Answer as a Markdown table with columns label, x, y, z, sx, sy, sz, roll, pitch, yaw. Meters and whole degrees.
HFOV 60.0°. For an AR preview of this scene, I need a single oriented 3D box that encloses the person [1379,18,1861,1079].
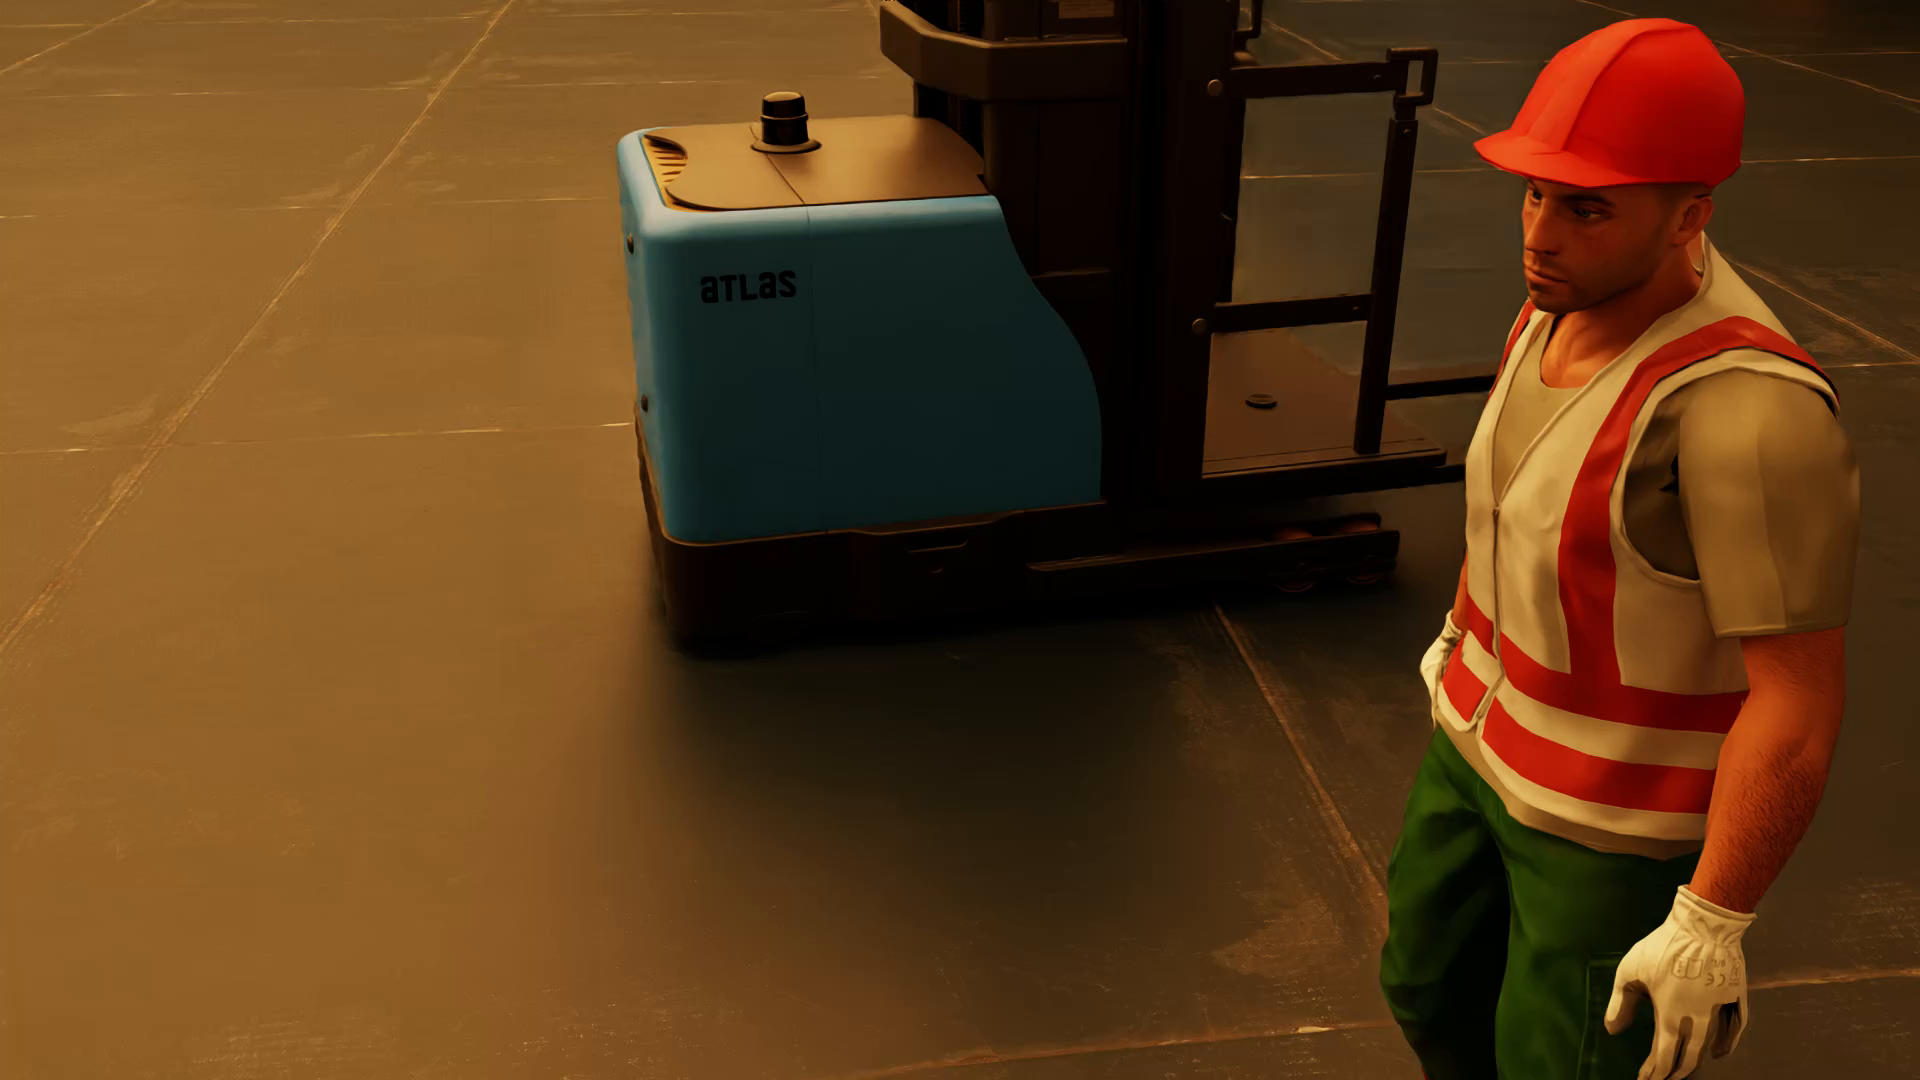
| label | x | y | z | sx | sy | sz | roll | pitch | yaw |
| --- | --- | --- | --- | --- | --- | --- | --- | --- | --- |
| person | 0.707 | 0.290 | 1.982 | 0.412 | 1.757 | 0.803 | -5 | 26 | -10 |

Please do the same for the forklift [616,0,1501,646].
| label | x | y | z | sx | sy | sz | roll | pitch | yaw |
| --- | --- | --- | --- | --- | --- | --- | --- | --- | --- |
| forklift | 0.657 | -1.399 | 4.133 | 3.031 | 2.935 | 1.130 | -6 | 26 | -13 |
